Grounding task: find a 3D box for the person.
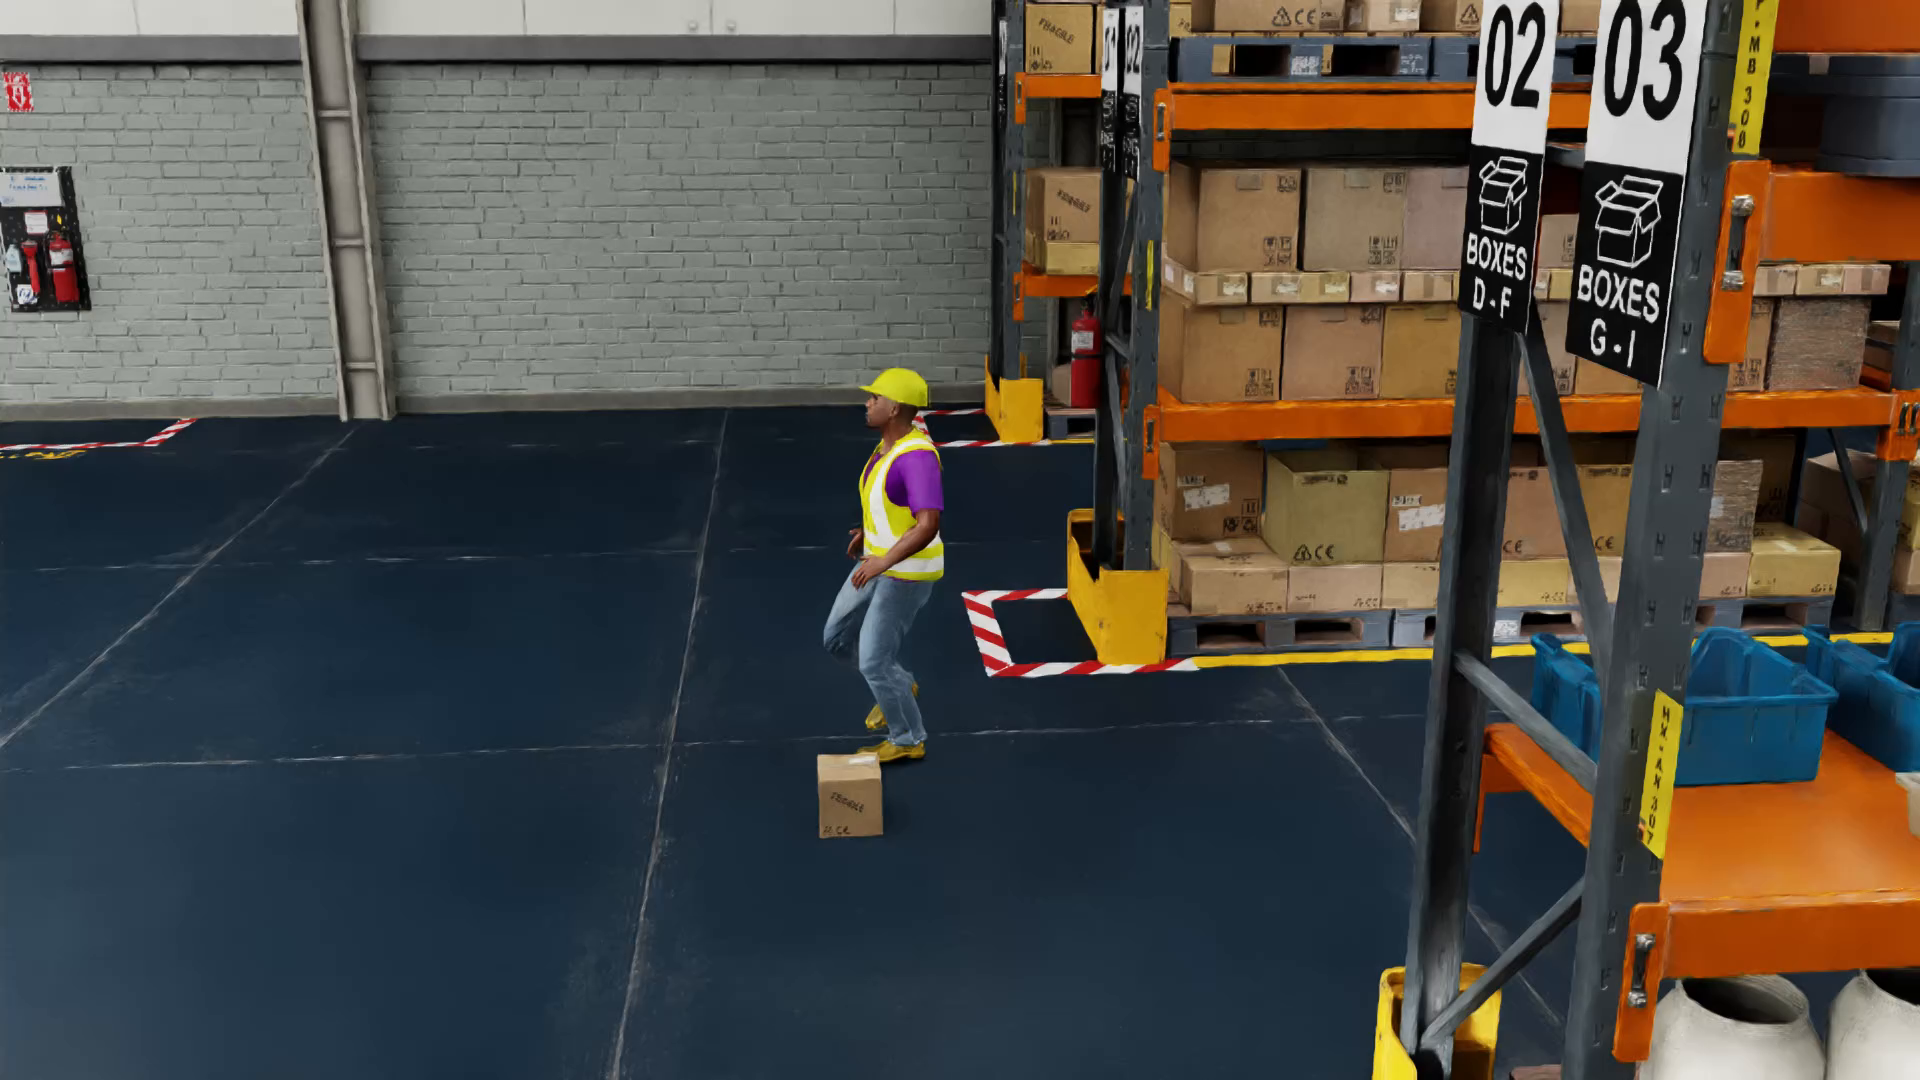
[{"bbox_3d":[-0.303,0.127,7.135,0.517,1.732,0.750,-6,18,-20],"label":"person"}]
